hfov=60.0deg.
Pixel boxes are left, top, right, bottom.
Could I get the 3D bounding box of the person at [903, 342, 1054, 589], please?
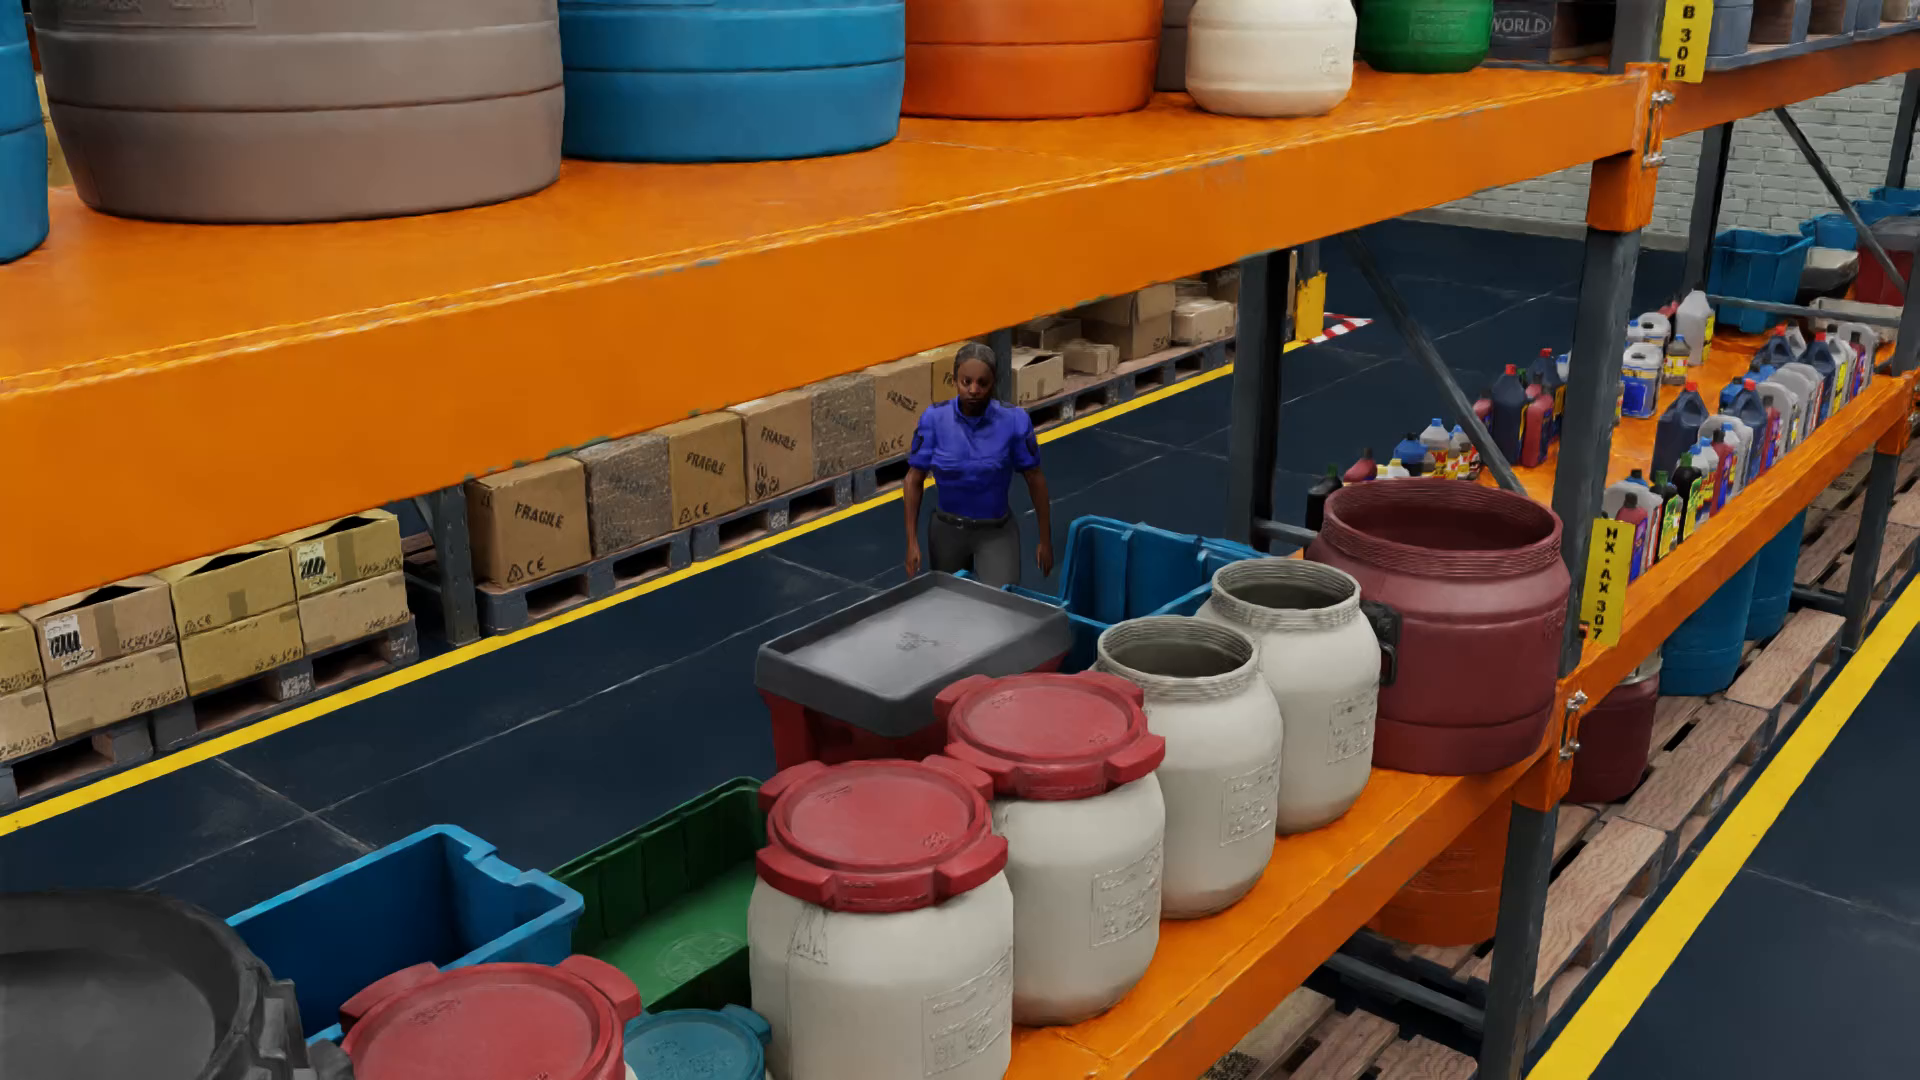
[{"bbox_3d":[0.081,0.004,6.571,0.576,1.637,0.461,4,21,12],"label":"person"}]
